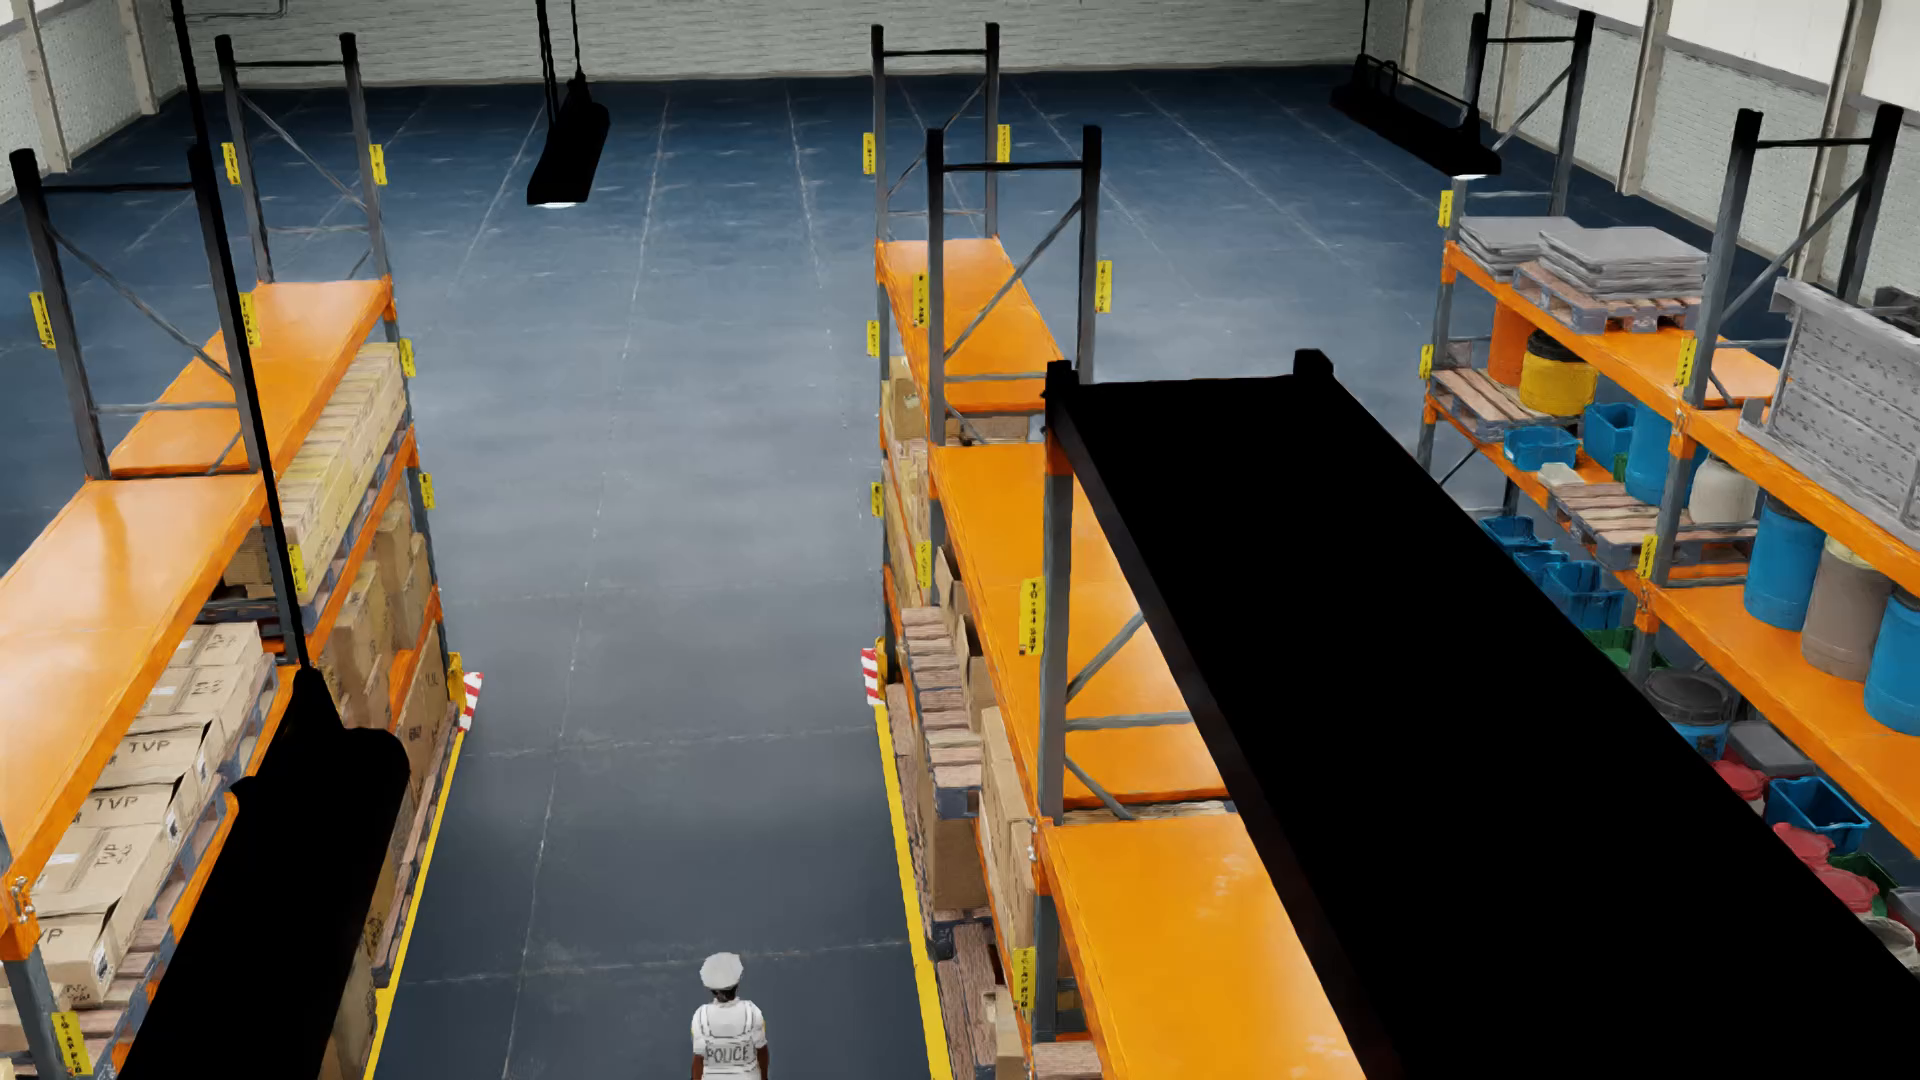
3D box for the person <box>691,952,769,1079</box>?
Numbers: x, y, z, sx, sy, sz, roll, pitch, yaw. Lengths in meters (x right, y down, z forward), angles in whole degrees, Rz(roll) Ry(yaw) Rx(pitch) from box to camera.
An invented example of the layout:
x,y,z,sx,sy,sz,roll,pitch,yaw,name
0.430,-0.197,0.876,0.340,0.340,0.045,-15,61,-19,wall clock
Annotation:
x,y,z,sx,sy,sz,roll,pitch,yaw,name
-1.364,3.198,9.916,0.456,1.589,1.088,-2,26,-4,person
